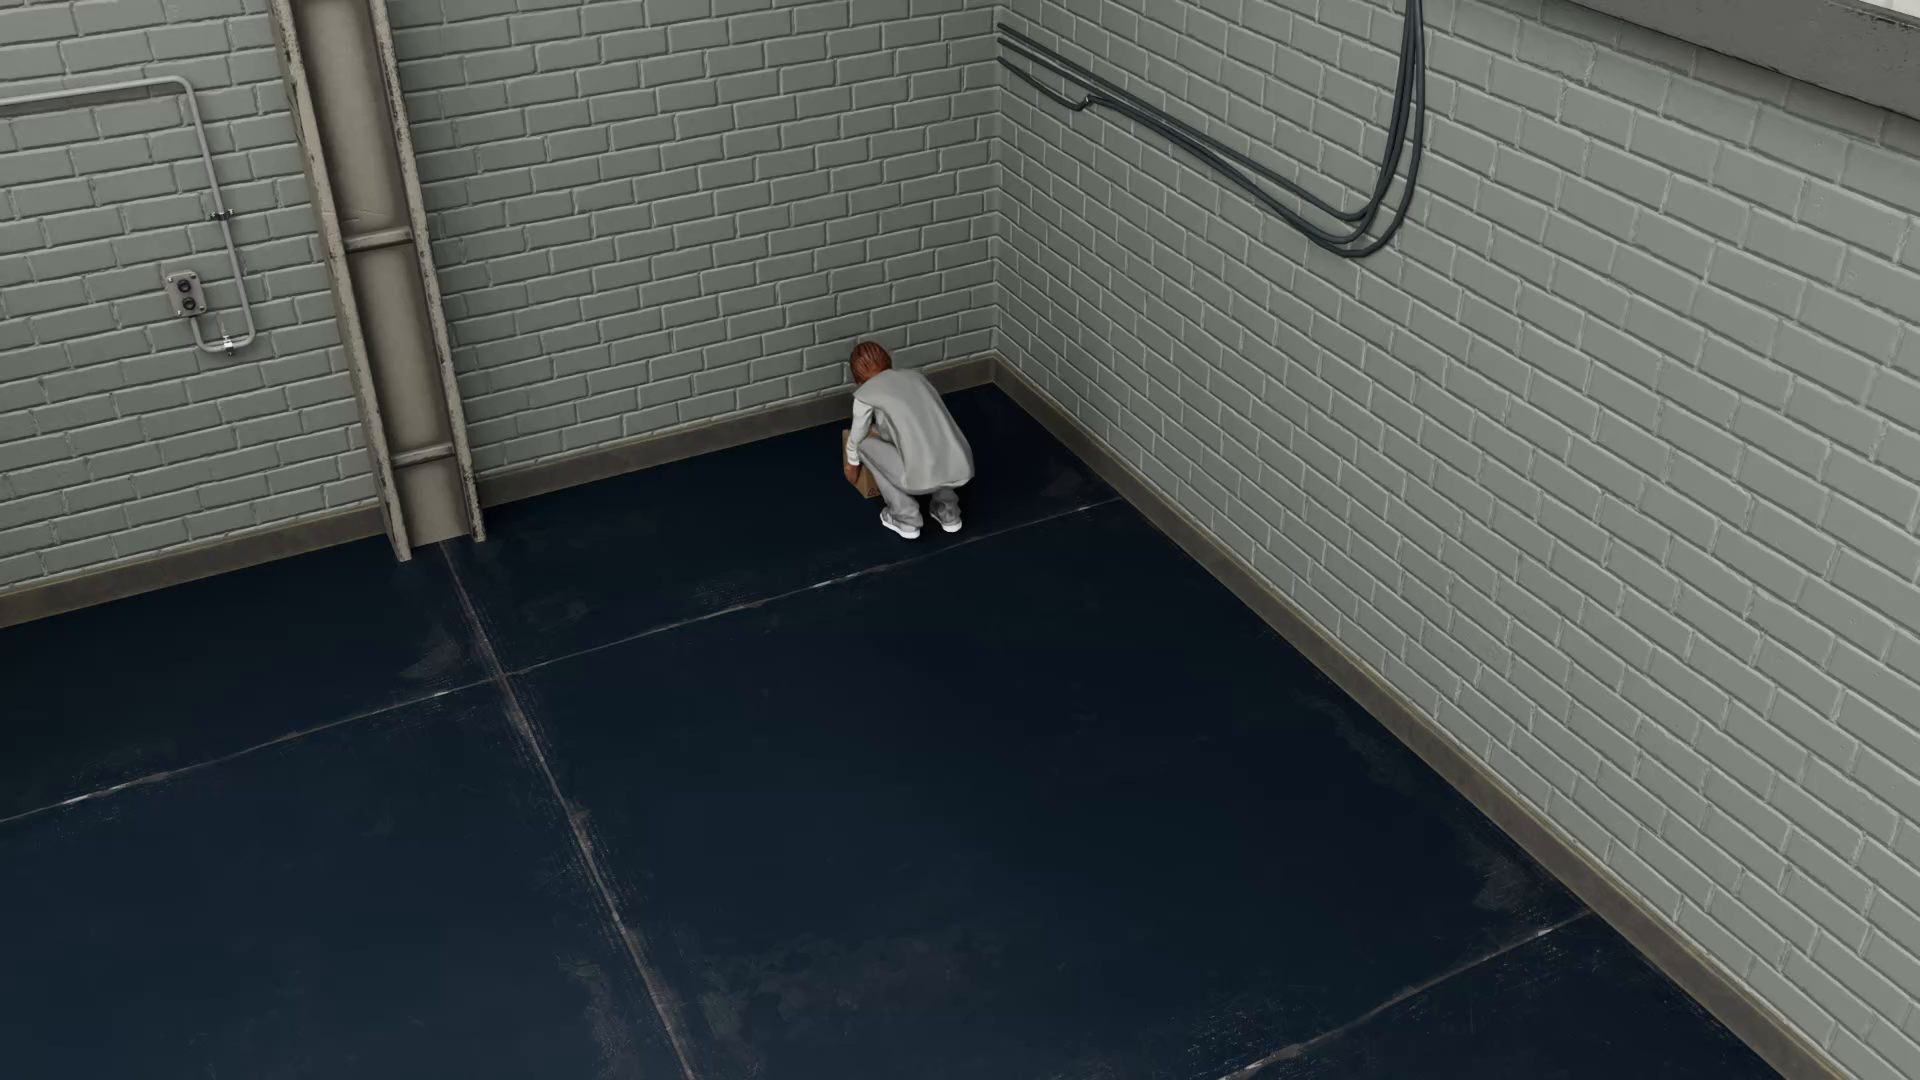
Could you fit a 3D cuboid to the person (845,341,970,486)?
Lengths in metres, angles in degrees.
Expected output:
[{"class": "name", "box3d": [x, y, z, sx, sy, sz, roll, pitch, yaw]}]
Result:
[{"class": "person", "box3d": [-0.255, -0.437, 7.570, 0.392, 0.768, 0.791, -16, 37, -23]}]
